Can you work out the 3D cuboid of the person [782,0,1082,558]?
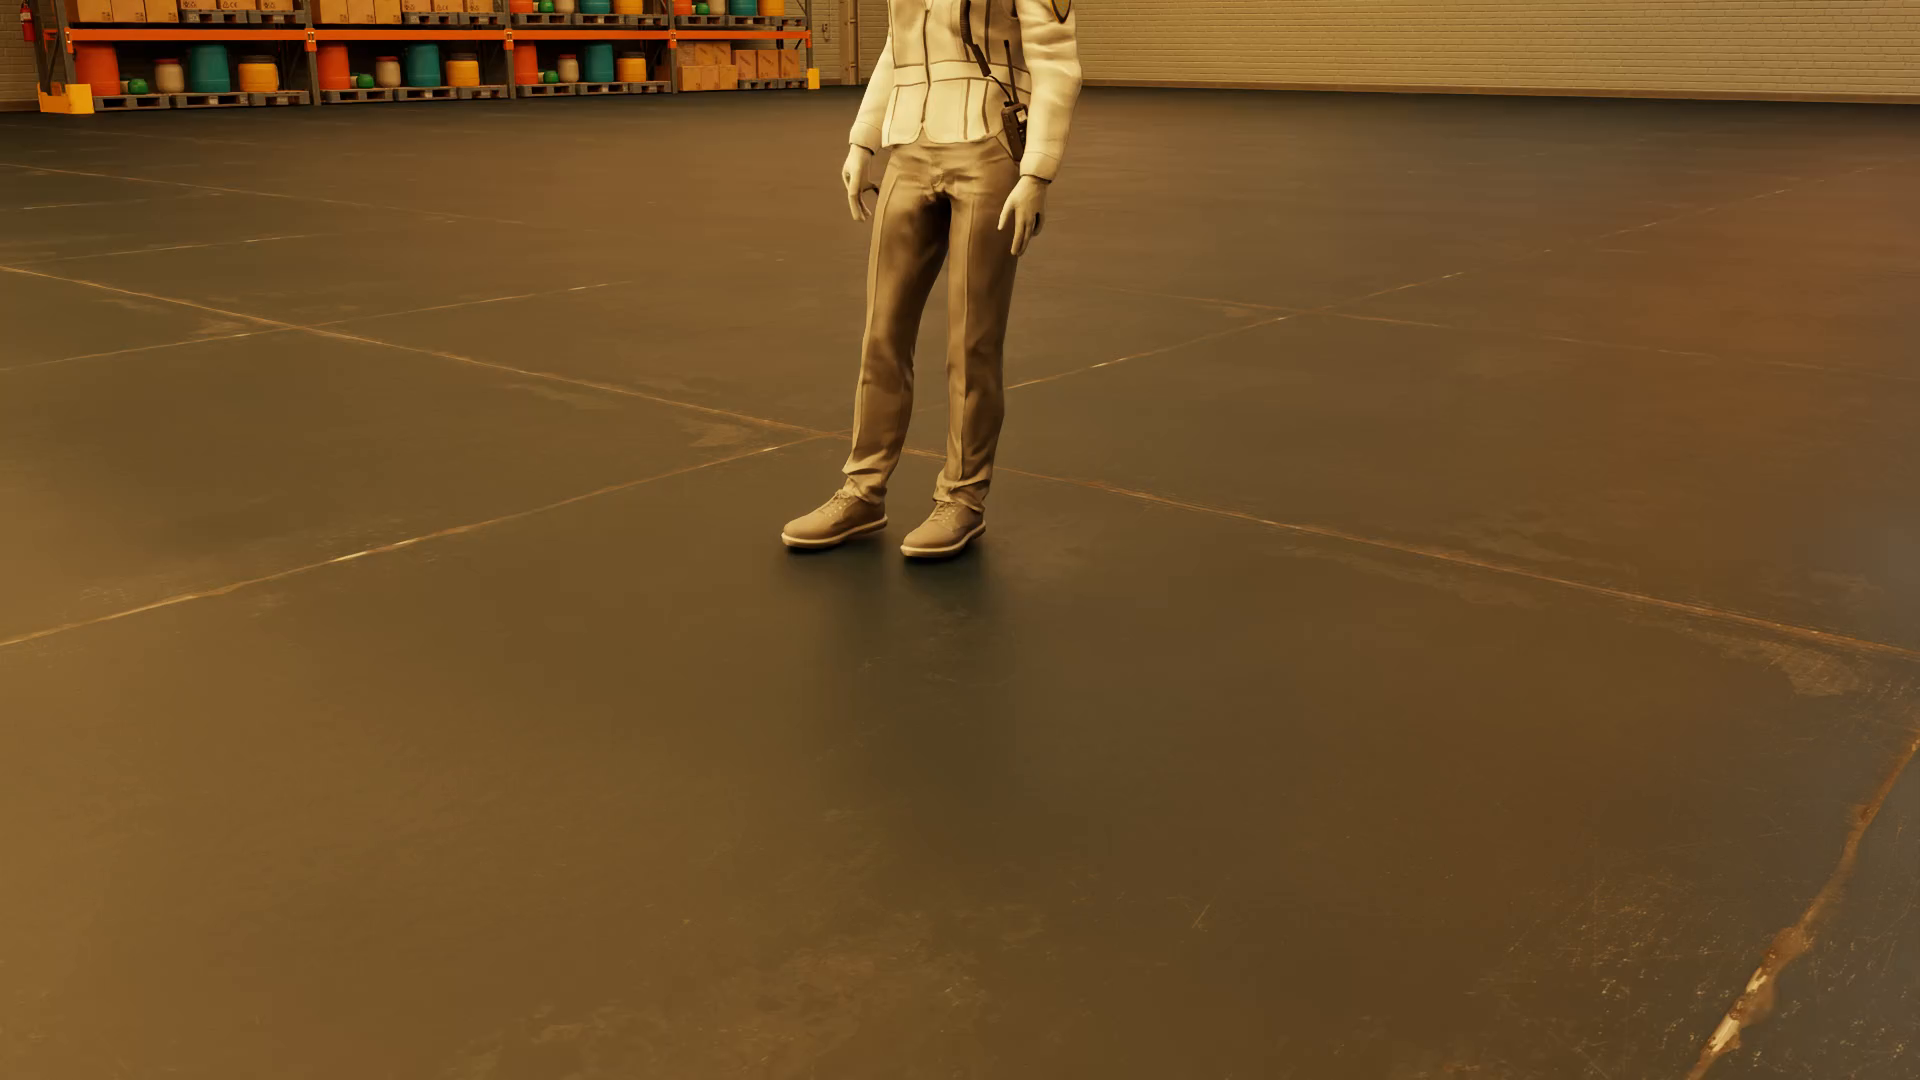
[{"bbox_3d":[-0.050,-0.804,3.647,0.586,1.694,0.530,13,21,37],"label":"person"}]
